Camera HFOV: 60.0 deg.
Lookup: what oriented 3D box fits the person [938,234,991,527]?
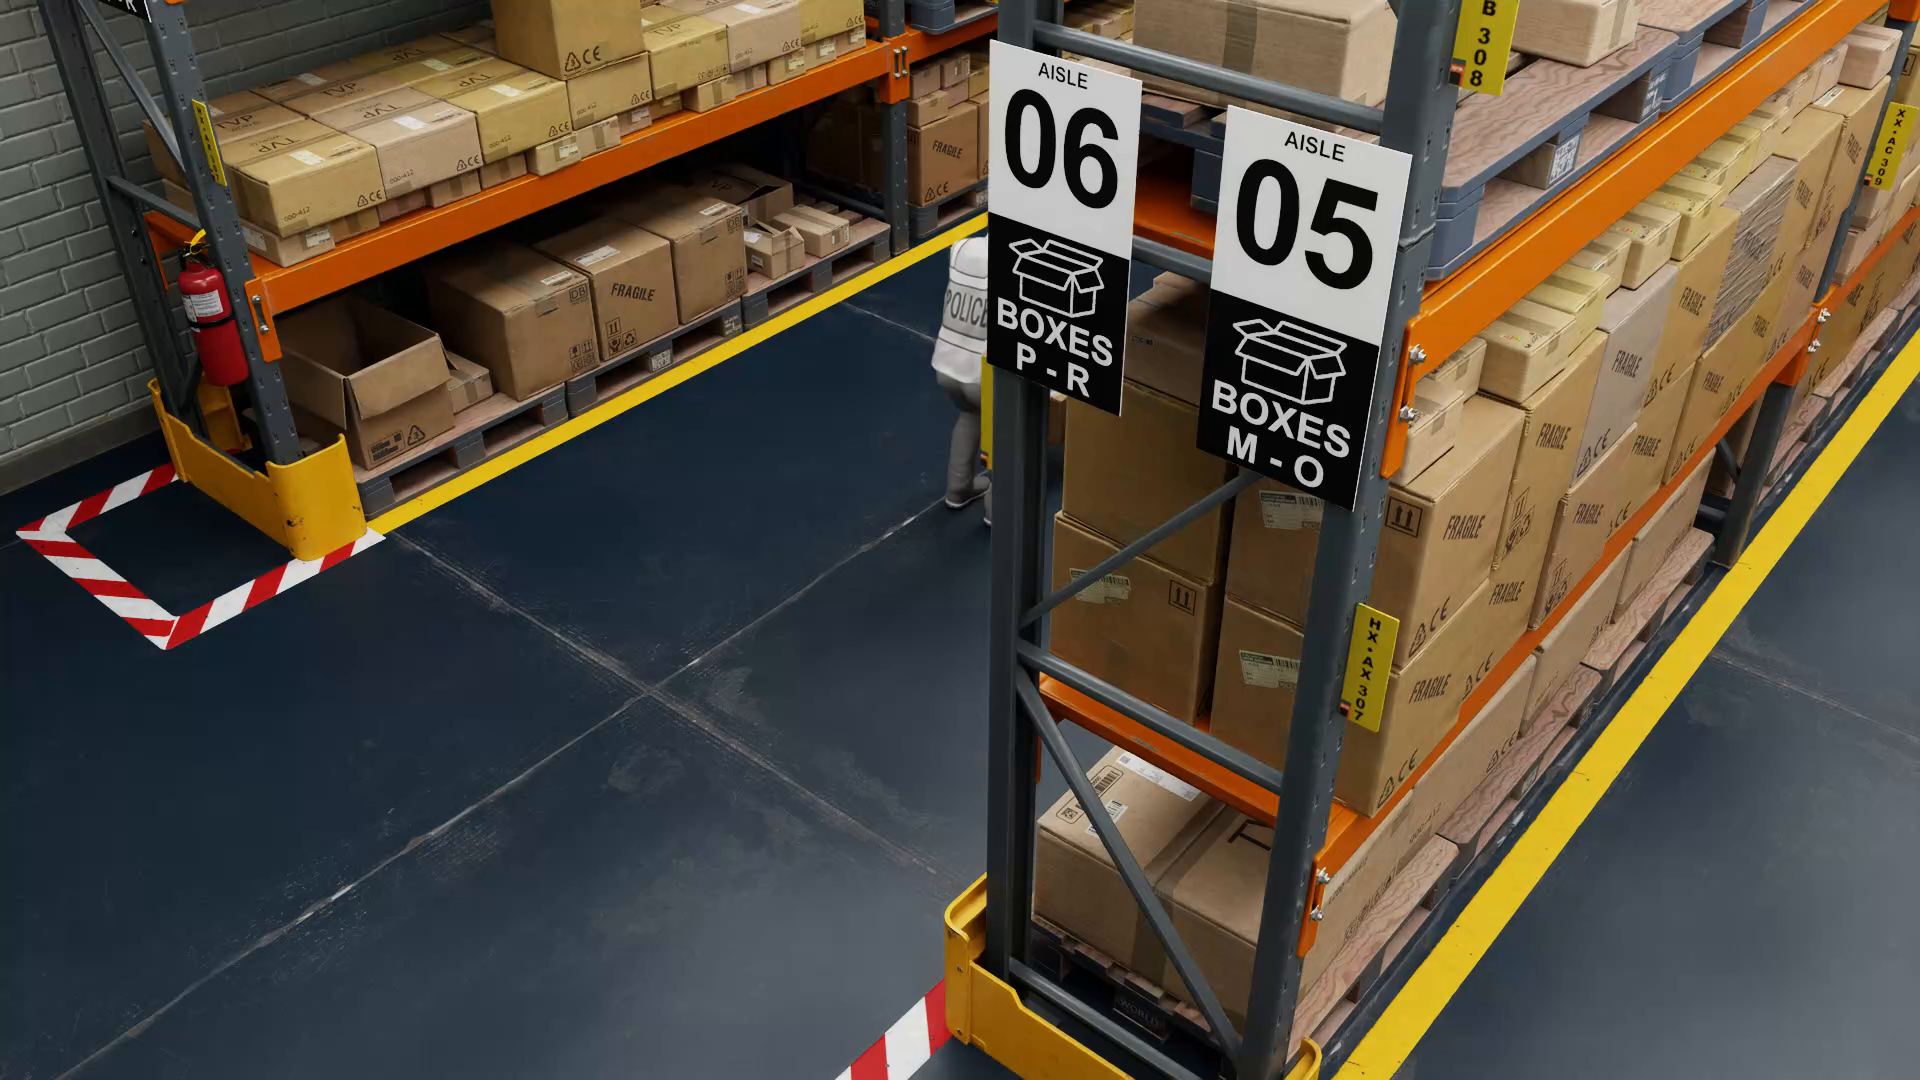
[{"bbox_3d":[0.151,-0.811,7.440,0.470,1.508,0.556,26,43,32],"label":"person"}]
